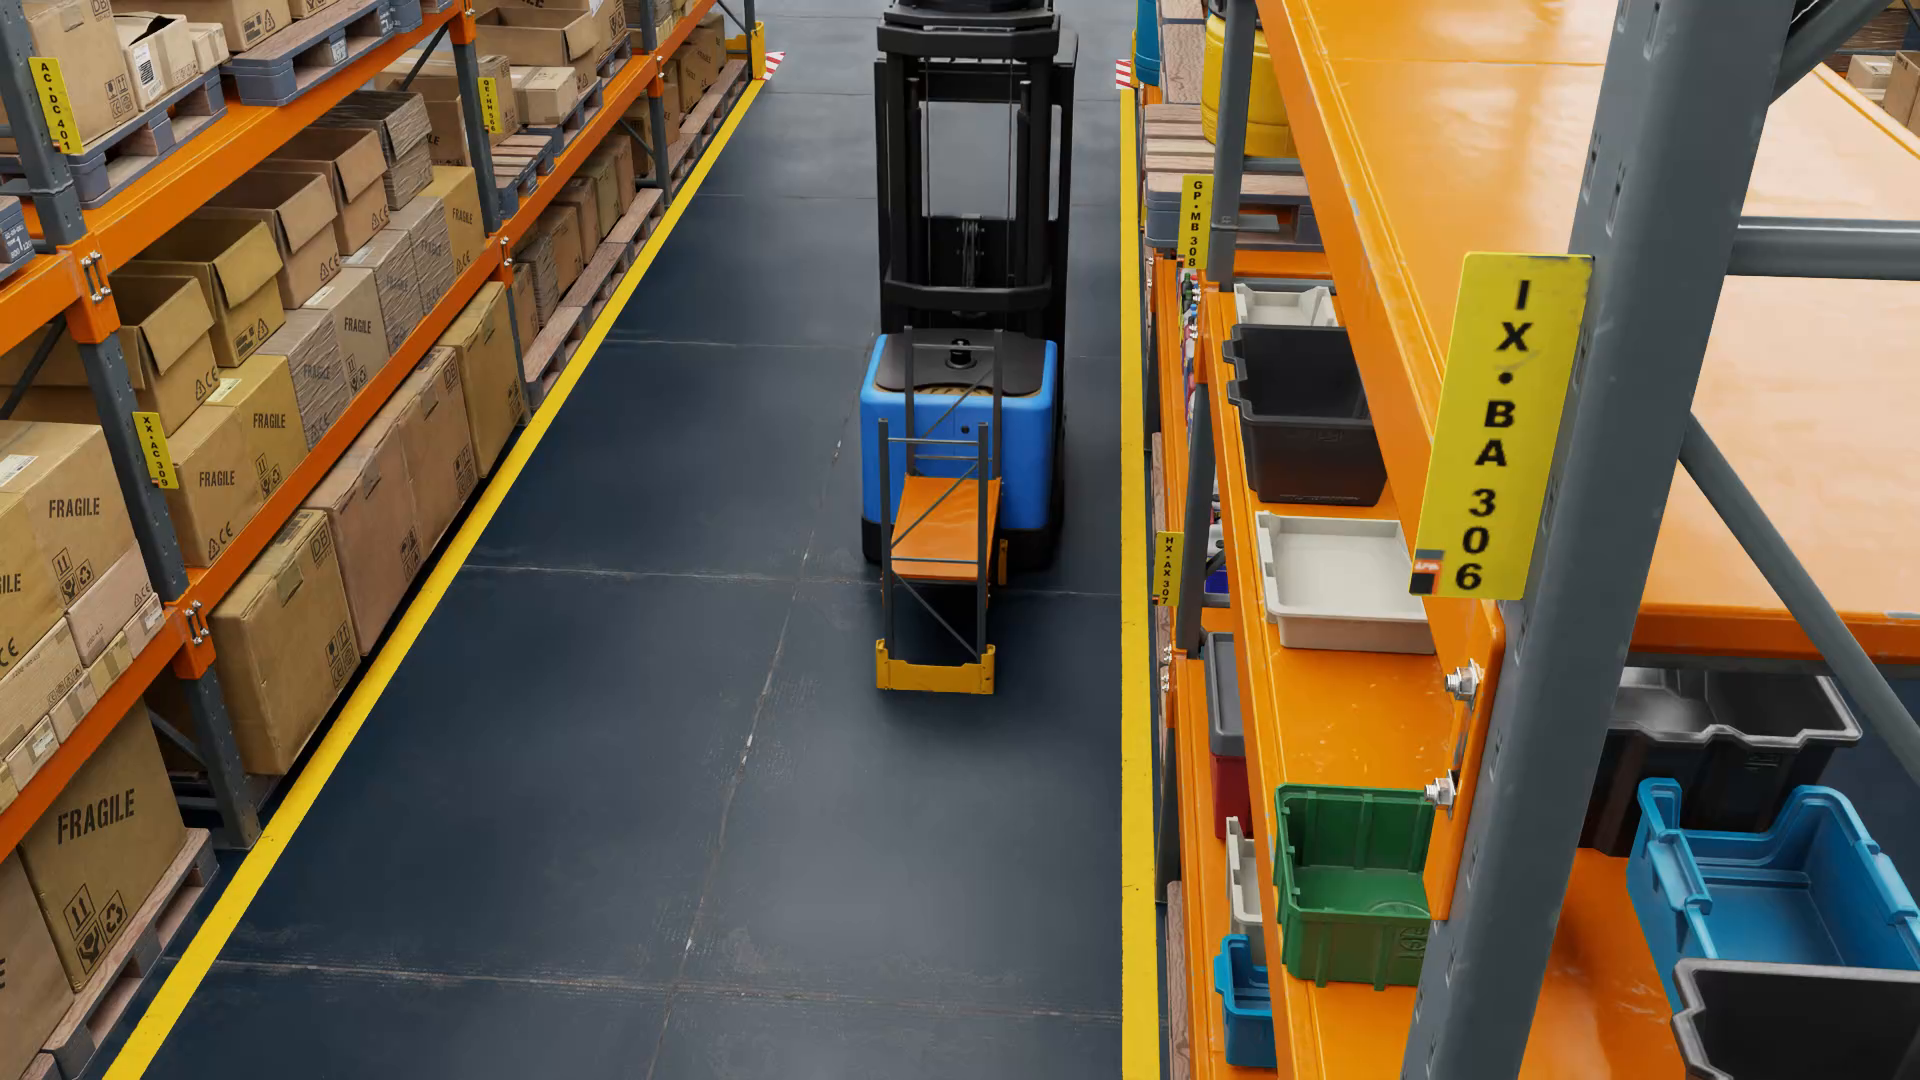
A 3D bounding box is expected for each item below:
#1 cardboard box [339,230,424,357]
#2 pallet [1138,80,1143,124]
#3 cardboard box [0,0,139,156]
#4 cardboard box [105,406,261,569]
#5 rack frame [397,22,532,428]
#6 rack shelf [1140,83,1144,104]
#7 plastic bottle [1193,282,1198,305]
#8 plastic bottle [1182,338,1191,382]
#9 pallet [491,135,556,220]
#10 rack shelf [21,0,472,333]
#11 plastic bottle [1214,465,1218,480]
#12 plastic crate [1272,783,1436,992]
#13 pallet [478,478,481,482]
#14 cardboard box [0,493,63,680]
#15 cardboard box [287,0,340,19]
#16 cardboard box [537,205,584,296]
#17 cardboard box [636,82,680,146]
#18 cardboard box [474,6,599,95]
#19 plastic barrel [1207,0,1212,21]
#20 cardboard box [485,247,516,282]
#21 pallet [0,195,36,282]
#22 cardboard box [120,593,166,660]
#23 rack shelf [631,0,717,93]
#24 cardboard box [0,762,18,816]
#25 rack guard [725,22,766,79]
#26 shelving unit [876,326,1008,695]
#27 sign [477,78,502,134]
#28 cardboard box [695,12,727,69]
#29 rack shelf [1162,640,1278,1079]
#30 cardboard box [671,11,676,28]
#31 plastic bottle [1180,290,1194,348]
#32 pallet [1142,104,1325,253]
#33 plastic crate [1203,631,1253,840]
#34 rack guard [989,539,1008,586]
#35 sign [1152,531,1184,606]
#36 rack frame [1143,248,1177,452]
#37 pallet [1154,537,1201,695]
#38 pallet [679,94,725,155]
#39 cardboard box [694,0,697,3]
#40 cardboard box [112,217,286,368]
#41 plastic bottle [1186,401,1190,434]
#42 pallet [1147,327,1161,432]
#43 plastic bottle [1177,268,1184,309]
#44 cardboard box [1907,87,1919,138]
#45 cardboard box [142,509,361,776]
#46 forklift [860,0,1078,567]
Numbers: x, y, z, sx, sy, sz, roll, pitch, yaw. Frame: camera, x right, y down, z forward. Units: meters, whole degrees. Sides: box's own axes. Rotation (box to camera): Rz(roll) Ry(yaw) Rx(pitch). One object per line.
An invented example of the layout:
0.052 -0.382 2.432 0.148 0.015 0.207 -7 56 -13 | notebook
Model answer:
-3.163 -1.293 8.674 0.500 0.500 0.500 1 32 2 | cardboard box
2.273 -4.369 16.419 1.003 0.211 1.213 2 32 4 | pallet
-3.572 -1.761 6.175 0.700 0.500 0.500 3 32 5 | cardboard box
-3.323 -0.232 6.952 0.500 0.500 0.500 3 32 4 | cardboard box
-3.284 -2.051 9.999 1.000 3.000 0.127 2 32 4 | rack frame
2.141 -4.671 14.936 1.077 0.370 4.000 2 32 4 | rack shelf
1.281 -1.268 8.852 0.097 0.271 0.097 0 32 0 | plastic bottle
1.164 -0.909 8.269 0.097 0.271 0.097 0 32 0 | plastic bottle
-3.332 -2.347 10.662 1.213 0.211 1.003 2 32 4 | pallet
-3.447 -1.976 7.704 1.077 0.370 4.000 2 32 4 | rack shelf
1.076 -0.221 7.078 0.144 0.351 0.185 2 32 4 | plastic bottle
0.797 0.629 2.993 0.450 0.188 0.336 2 32 4 | plastic crate
-3.423 -0.455 10.067 1.003 0.211 1.213 2 32 4 | pallet
-3.425 0.172 5.537 0.500 0.500 0.500 3 32 4 | cardboard box
-3.244 -2.772 7.815 0.500 0.500 0.500 4 32 7 | cardboard box
-3.178 -2.113 12.063 0.700 0.500 0.500 5 32 8 | cardboard box
-2.847 -3.765 14.762 0.500 0.500 0.500 13 34 19 | cardboard box
-3.007 -3.455 11.779 0.797 0.503 0.637 6 32 9 | cardboard box
1.313 -2.316 6.692 0.600 0.901 0.708 2 32 4 | plastic barrel
-3.259 -1.845 10.914 0.500 0.250 0.500 4 32 6 | cardboard box
-3.687 -0.771 5.148 1.003 0.211 1.213 2 32 4 | pallet
-3.308 0.321 6.390 0.380 0.149 0.250 3 32 4 | cardboard box
-2.795 -4.882 15.279 1.077 0.370 4.000 2 32 4 | rack shelf
-3.391 0.859 5.517 0.380 0.149 0.250 3 32 5 | cardboard box
-2.639 -5.130 17.379 1.175 0.500 0.348 2 32 4 | rack guard
-0.079 -0.160 8.360 0.587 1.500 1.083 3 32 4 | shelving unit
-2.731 -2.522 9.660 0.100 0.325 0.005 2 32 4 | sign
-2.700 -5.023 16.804 0.500 0.500 0.500 8 33 13 | cardboard box
1.164 1.604 4.754 1.077 0.370 4.000 2 32 4 | rack shelf
-2.615 -4.397 14.046 0.380 0.149 0.250 2 32 4 | cardboard box
1.182 -1.147 8.643 0.061 0.283 0.133 2 32 4 | plastic bottle
1.293 -1.359 6.197 1.213 0.211 1.003 2 32 4 | pallet
1.004 0.656 5.489 0.402 0.464 0.583 2 32 4 | plastic crate
-0.036 0.112 9.111 0.587 0.250 0.087 3 32 4 | rack guard
0.779 0.110 6.229 0.100 0.325 0.005 2 32 4 | sign
1.653 -1.839 9.656 1.000 3.000 0.127 2 32 4 | rack frame
1.528 0.398 8.683 1.003 0.211 1.213 2 32 4 | pallet
-2.842 -3.948 15.735 1.003 0.211 1.213 2 32 4 | pallet
-2.532 -4.920 14.894 0.380 0.149 0.250 2 32 4 | cardboard box
-3.498 -1.122 7.440 0.797 0.503 0.637 3 32 5 | cardboard box
1.120 -0.591 7.820 0.097 0.201 0.097 0 32 0 | plastic bottle
1.754 -1.056 11.042 1.003 0.211 1.213 2 32 4 | pallet
1.223 -1.407 9.066 0.061 0.283 0.133 2 32 4 | plastic bottle
6.752 -2.822 11.155 0.500 0.500 0.500 3 32 4 | cardboard box
-3.577 0.431 7.597 1.225 0.875 0.875 3 32 4 | cardboard box
0.099 -1.847 9.734 1.130 2.935 3.031 3 32 4 | forklift
